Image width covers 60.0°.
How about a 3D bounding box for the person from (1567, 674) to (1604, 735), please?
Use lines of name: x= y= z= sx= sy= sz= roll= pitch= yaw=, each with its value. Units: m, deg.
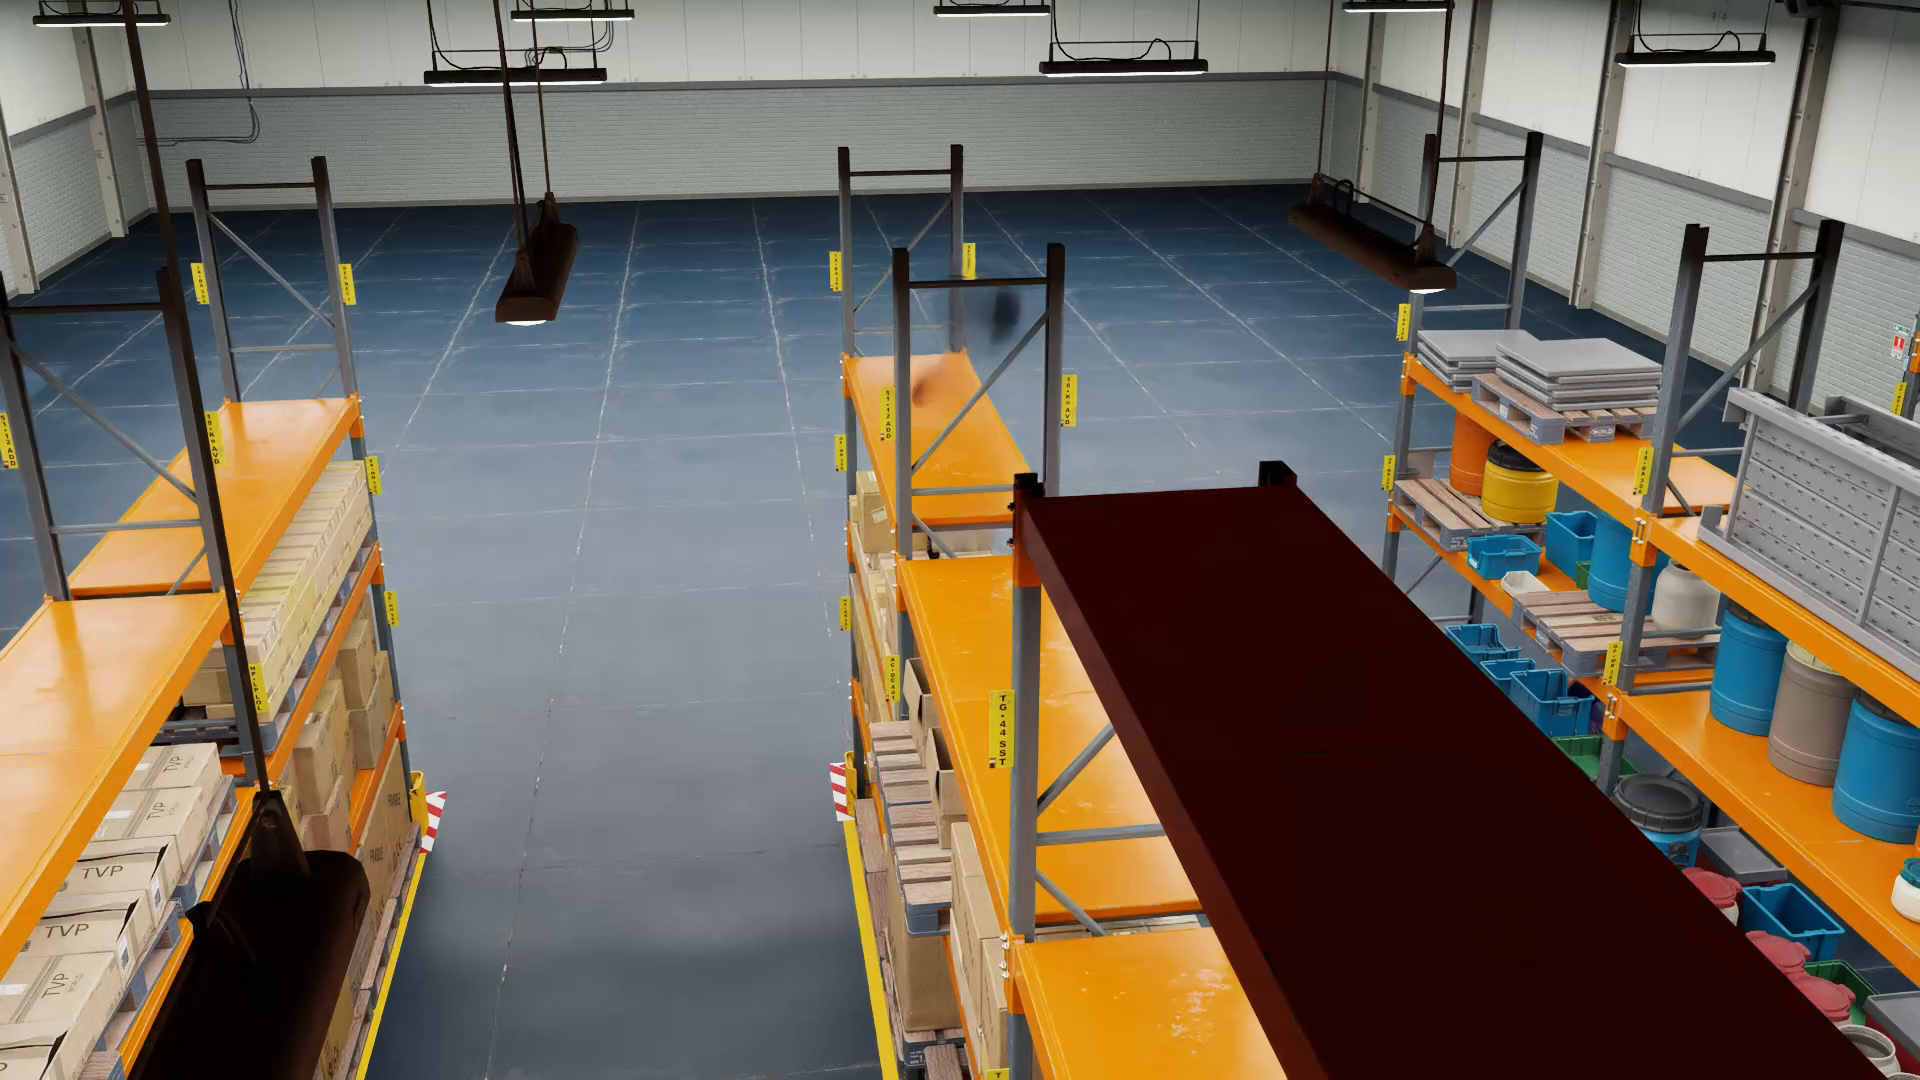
person: x=6.020 y=1.333 z=16.125 sx=0.662 sy=1.592 sz=0.550 roll=-15 pitch=26 yaw=-33
